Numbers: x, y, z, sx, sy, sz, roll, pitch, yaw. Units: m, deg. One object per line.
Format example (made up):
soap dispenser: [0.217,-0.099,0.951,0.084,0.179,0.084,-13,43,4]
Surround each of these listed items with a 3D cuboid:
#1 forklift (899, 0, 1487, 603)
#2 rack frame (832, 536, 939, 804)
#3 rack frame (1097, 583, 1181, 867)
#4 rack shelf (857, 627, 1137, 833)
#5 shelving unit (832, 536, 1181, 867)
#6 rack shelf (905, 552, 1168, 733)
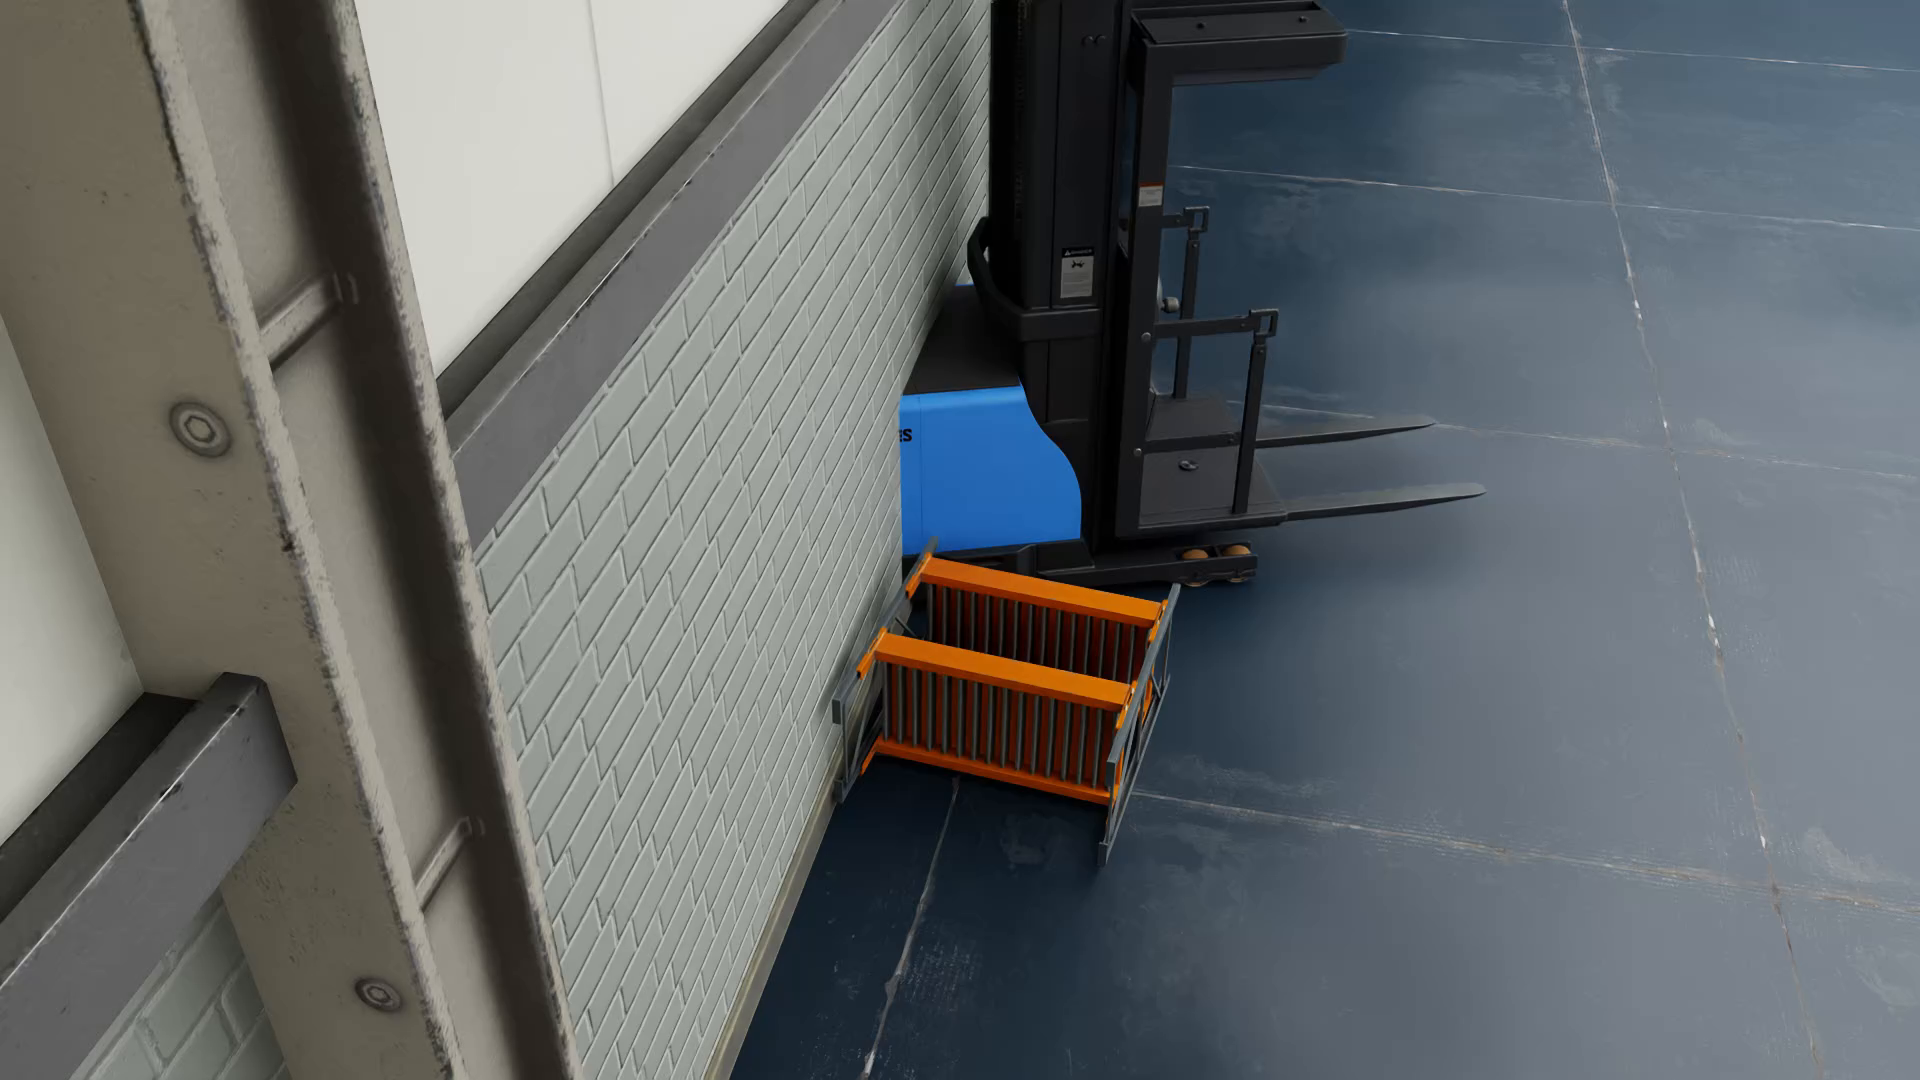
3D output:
forklift: [0.887,-1.279,7.017,3.031,2.935,1.130,-5,36,-7]
rack frame: [-0.280,0.487,6.573,0.032,0.500,1.125,11,35,14]
rack frame: [0.688,0.678,6.326,0.032,0.500,1.125,11,35,14]
rack shelf: [0.129,0.712,6.256,1.000,0.538,0.278,11,35,14]
shelving unit: [0.204,0.583,6.449,1.048,0.538,1.125,11,35,14]
rack shelf: [0.294,0.428,6.681,1.000,0.538,0.278,11,35,14]
